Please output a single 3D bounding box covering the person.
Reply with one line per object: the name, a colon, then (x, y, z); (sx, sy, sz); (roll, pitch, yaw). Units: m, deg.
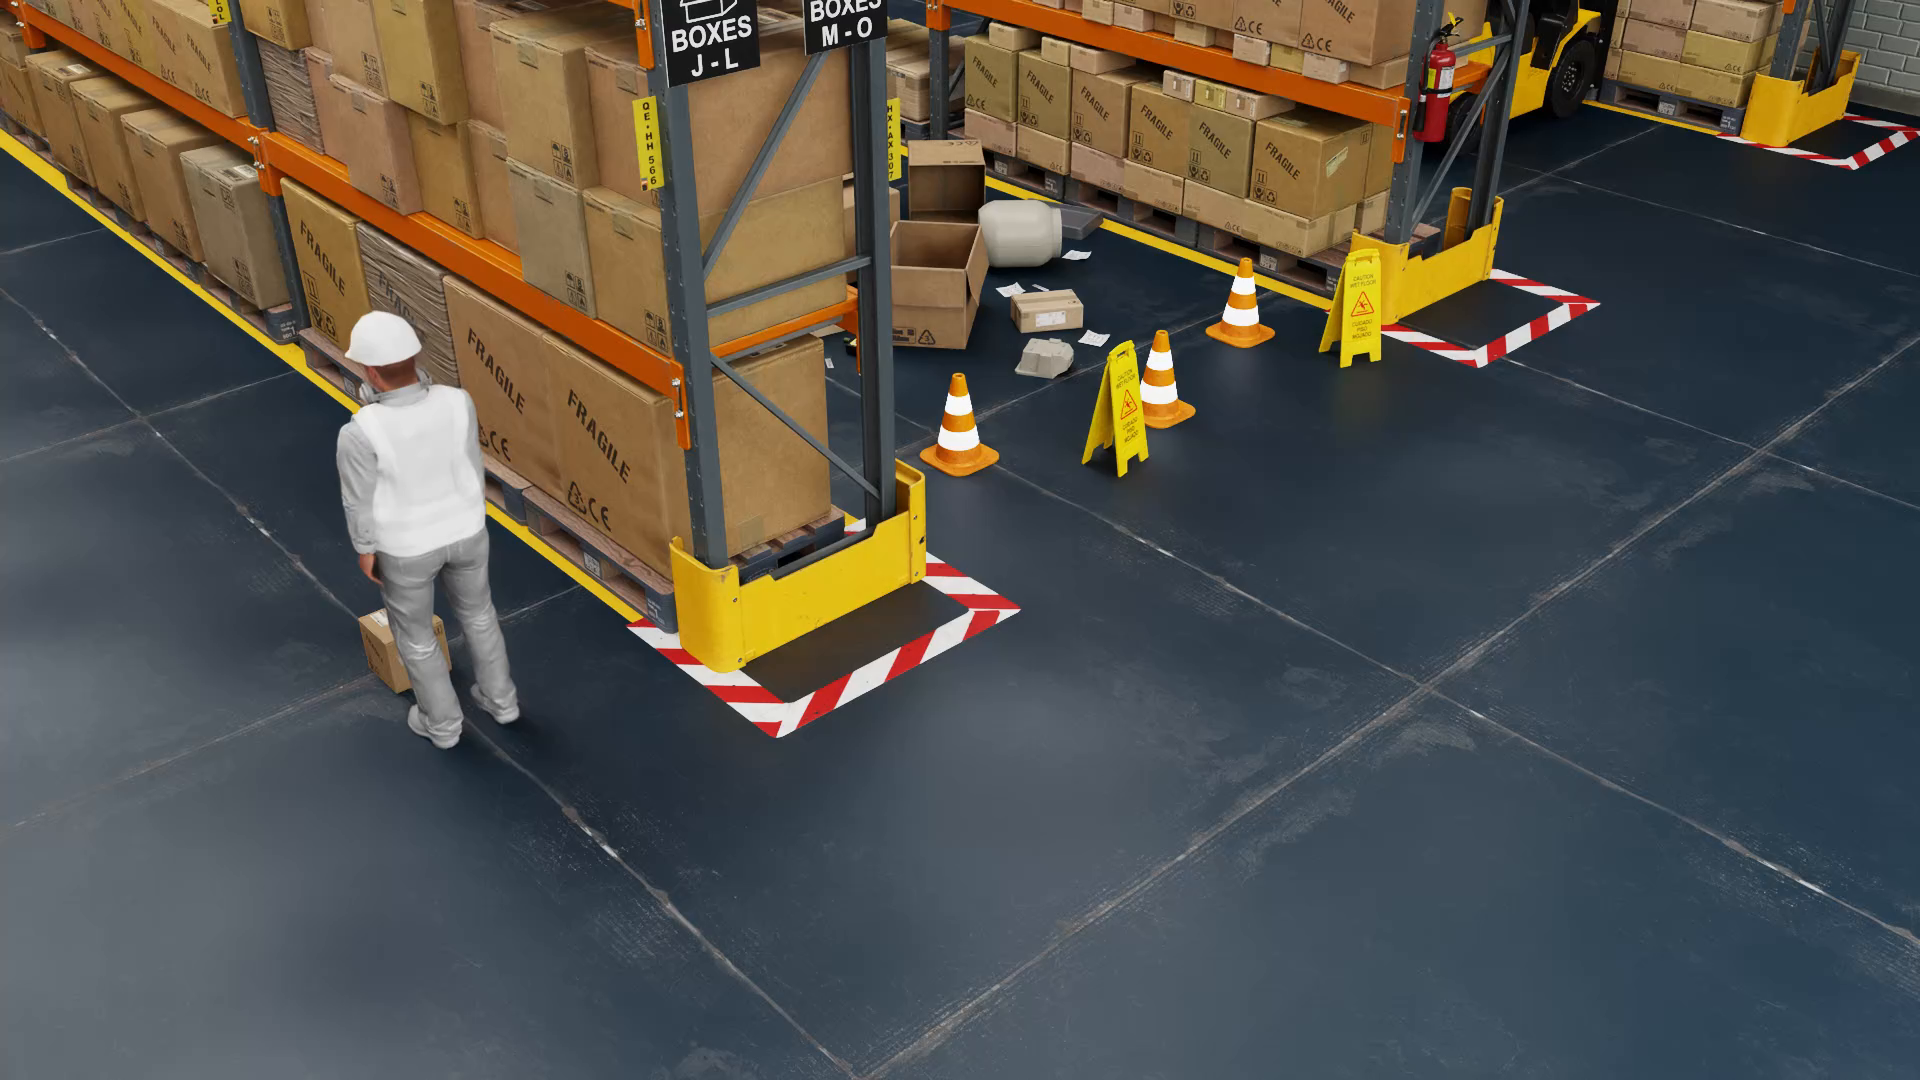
person: (-1.987, -0.017, 6.157); (0.533, 1.771, 0.357); (-25, 39, -34)
